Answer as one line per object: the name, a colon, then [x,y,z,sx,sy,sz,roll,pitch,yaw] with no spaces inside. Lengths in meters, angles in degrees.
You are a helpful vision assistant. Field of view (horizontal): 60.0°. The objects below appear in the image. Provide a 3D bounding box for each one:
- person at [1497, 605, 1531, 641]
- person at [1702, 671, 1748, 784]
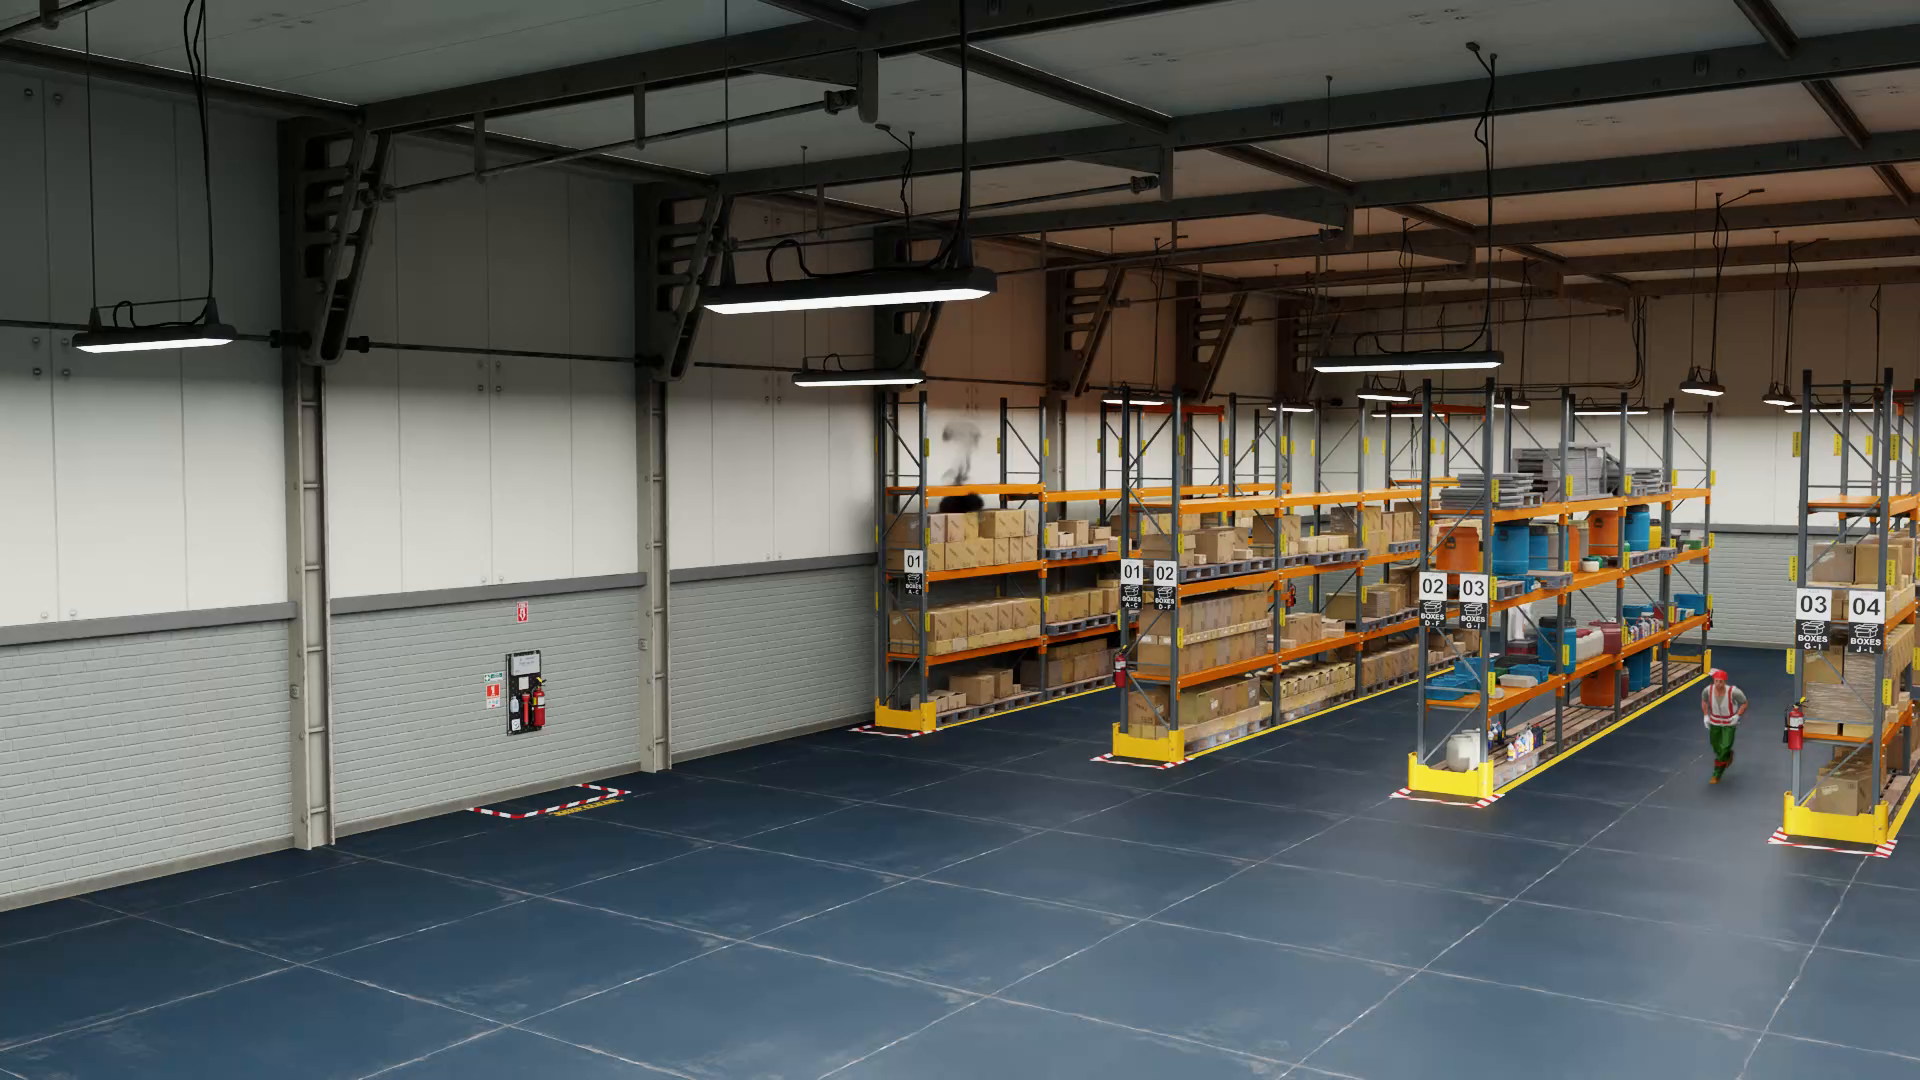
person: [12.379,2.069,37.170,0.712,1.764,0.918,1,3,22]
person: [11.471,2.784,24.929,0.660,1.723,0.928,2,4,36]
